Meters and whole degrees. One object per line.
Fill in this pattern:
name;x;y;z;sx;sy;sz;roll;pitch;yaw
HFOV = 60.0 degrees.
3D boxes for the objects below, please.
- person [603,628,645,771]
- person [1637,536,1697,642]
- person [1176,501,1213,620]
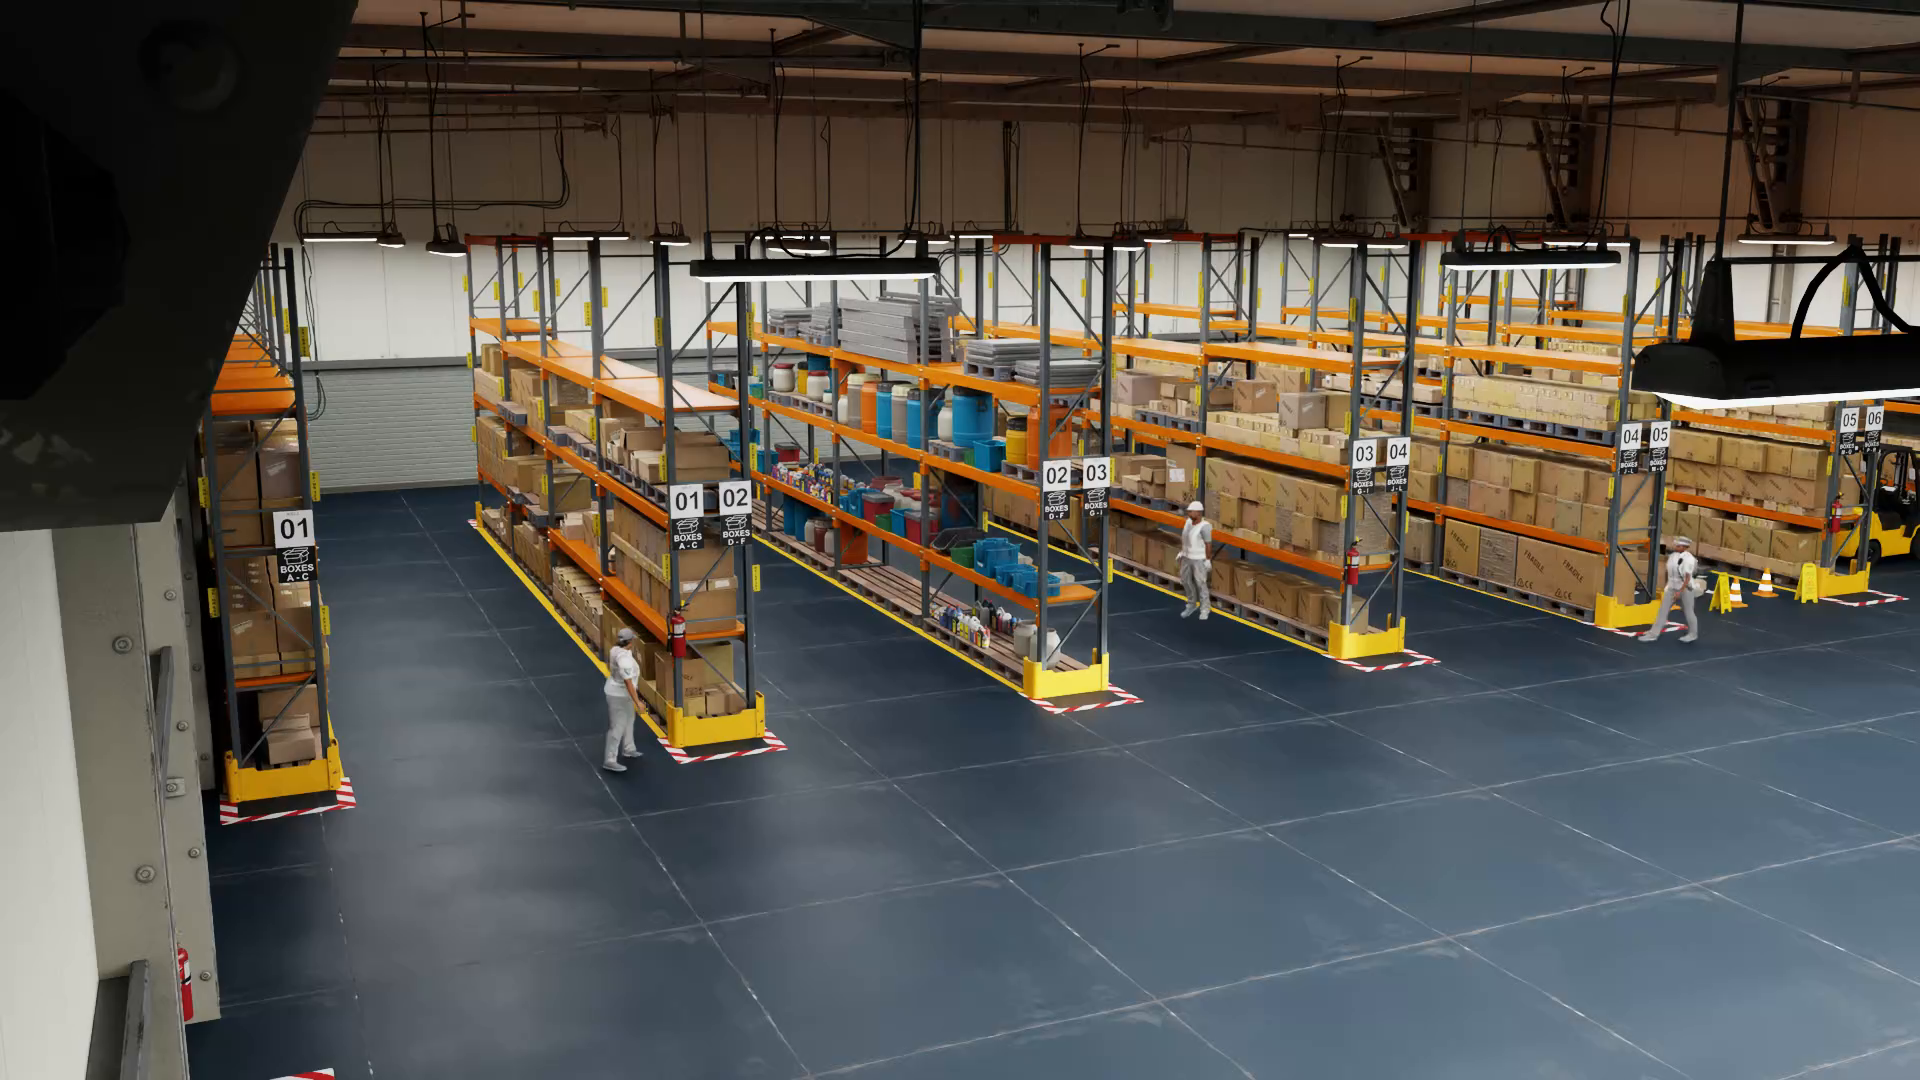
person;-3.953;1.844;19.439;0.510;1.700;0.667;-3;11;-13
person;10.716;0.736;24.929;0.919;1.637;0.490;-5;12;-26
person;3.607;0.319;25.336;0.406;1.855;0.650;-7;13;-32
